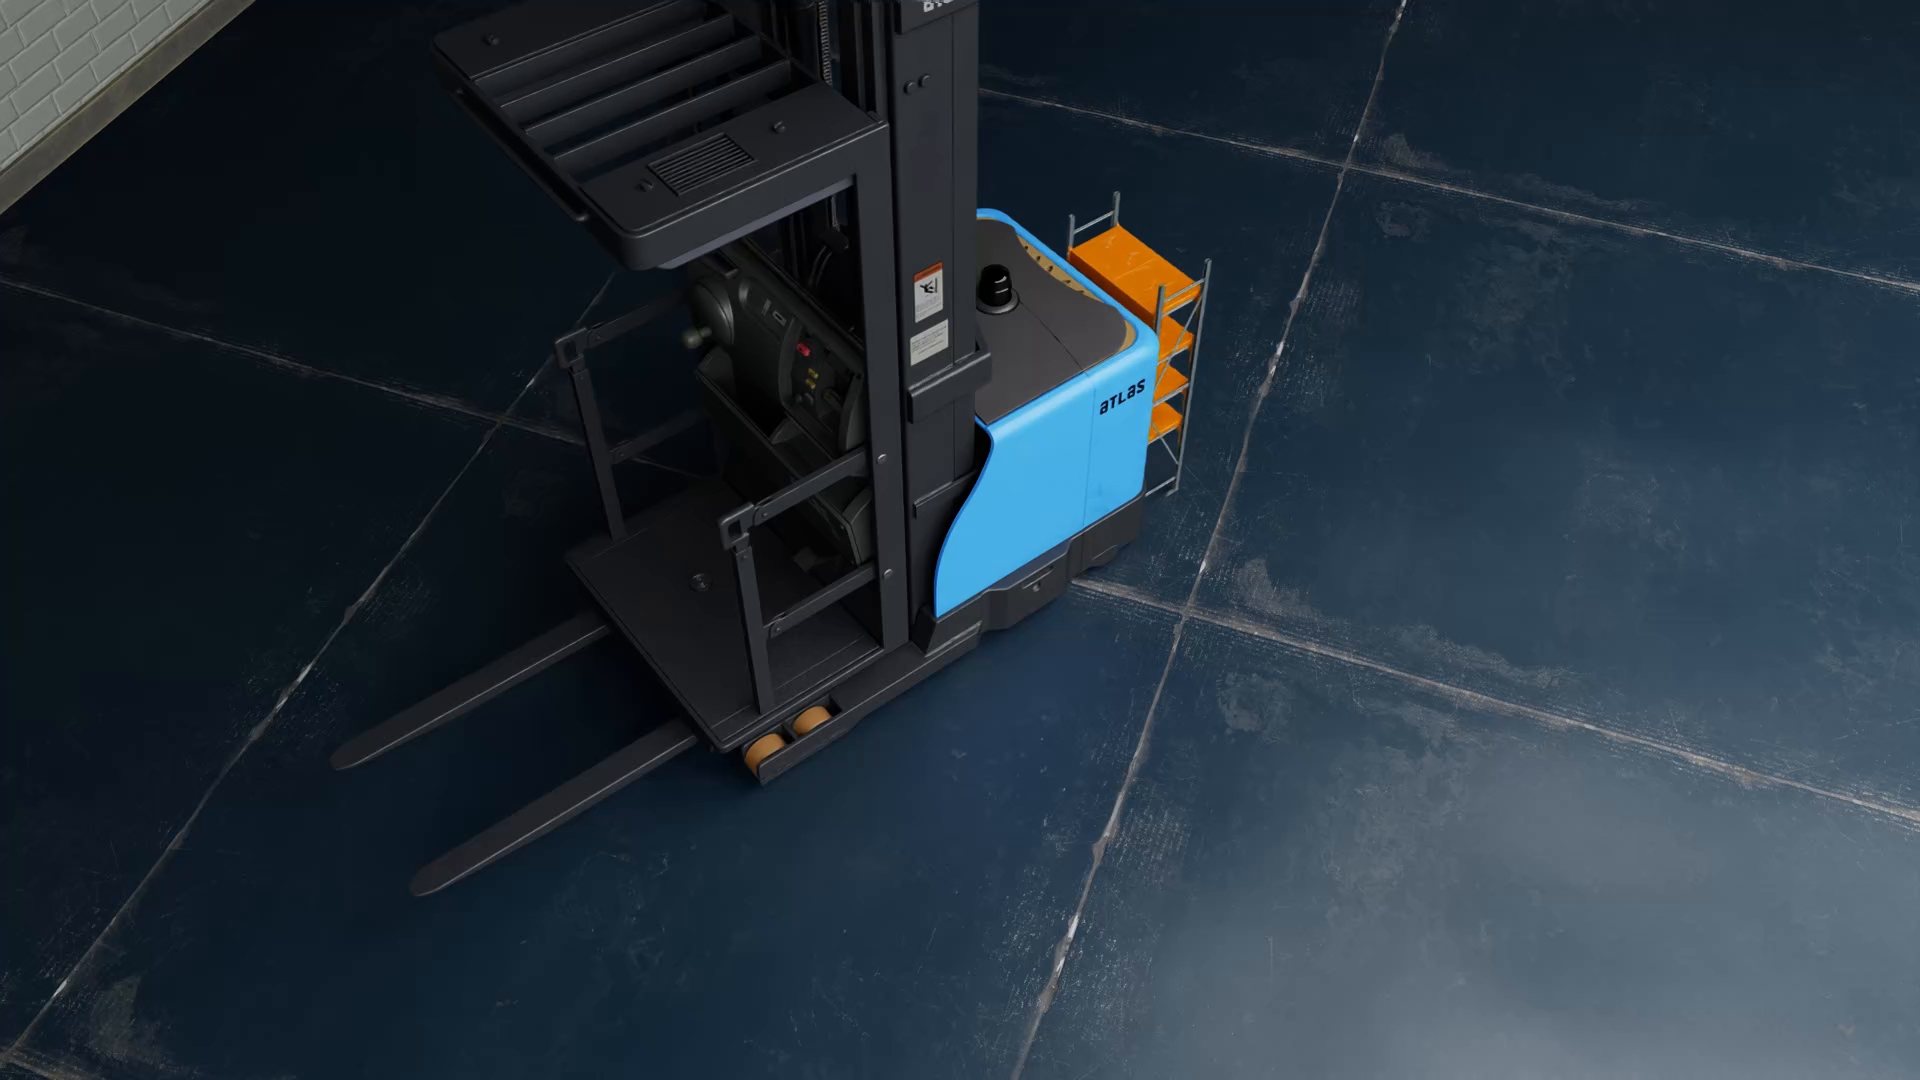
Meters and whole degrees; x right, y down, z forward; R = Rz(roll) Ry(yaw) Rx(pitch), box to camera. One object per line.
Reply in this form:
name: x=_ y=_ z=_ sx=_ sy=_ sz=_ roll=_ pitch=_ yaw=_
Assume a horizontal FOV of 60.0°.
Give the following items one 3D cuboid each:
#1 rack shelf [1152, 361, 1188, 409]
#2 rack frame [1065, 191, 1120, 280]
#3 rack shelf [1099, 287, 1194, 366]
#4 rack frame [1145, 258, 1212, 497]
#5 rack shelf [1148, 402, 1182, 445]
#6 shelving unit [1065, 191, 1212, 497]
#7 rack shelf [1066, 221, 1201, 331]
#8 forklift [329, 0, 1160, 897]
rack shelf: x=0.642 y=-0.648 z=6.473 sx=0.258 sy=0.148 sz=0.480 roll=-30 pitch=56 yaw=-24
rack frame: x=0.492 y=-0.837 z=6.548 sx=0.240 sy=1.200 sz=0.015 roll=-30 pitch=56 yaw=-24
rack shelf: x=0.642 y=-0.794 z=6.304 sx=0.258 sy=0.148 sz=0.480 roll=-30 pitch=56 yaw=-24
rack frame: x=0.792 y=-0.547 z=6.296 sx=0.240 sy=1.200 sz=0.015 roll=-30 pitch=56 yaw=-24
rack shelf: x=0.642 y=-0.518 z=6.623 sx=0.258 sy=0.148 sz=0.480 roll=-30 pitch=56 yaw=-24
shelving unit: x=0.642 y=-0.692 z=6.422 sx=0.258 sy=1.200 sz=0.503 roll=-30 pitch=56 yaw=-24
rack shelf: x=0.642 y=-0.949 z=6.125 sx=0.258 sy=0.148 sz=0.480 roll=-30 pitch=56 yaw=-24
forklift: x=-0.756 y=-0.571 z=5.171 sx=3.031 sy=2.935 sz=1.130 roll=-30 pitch=56 yaw=-24
